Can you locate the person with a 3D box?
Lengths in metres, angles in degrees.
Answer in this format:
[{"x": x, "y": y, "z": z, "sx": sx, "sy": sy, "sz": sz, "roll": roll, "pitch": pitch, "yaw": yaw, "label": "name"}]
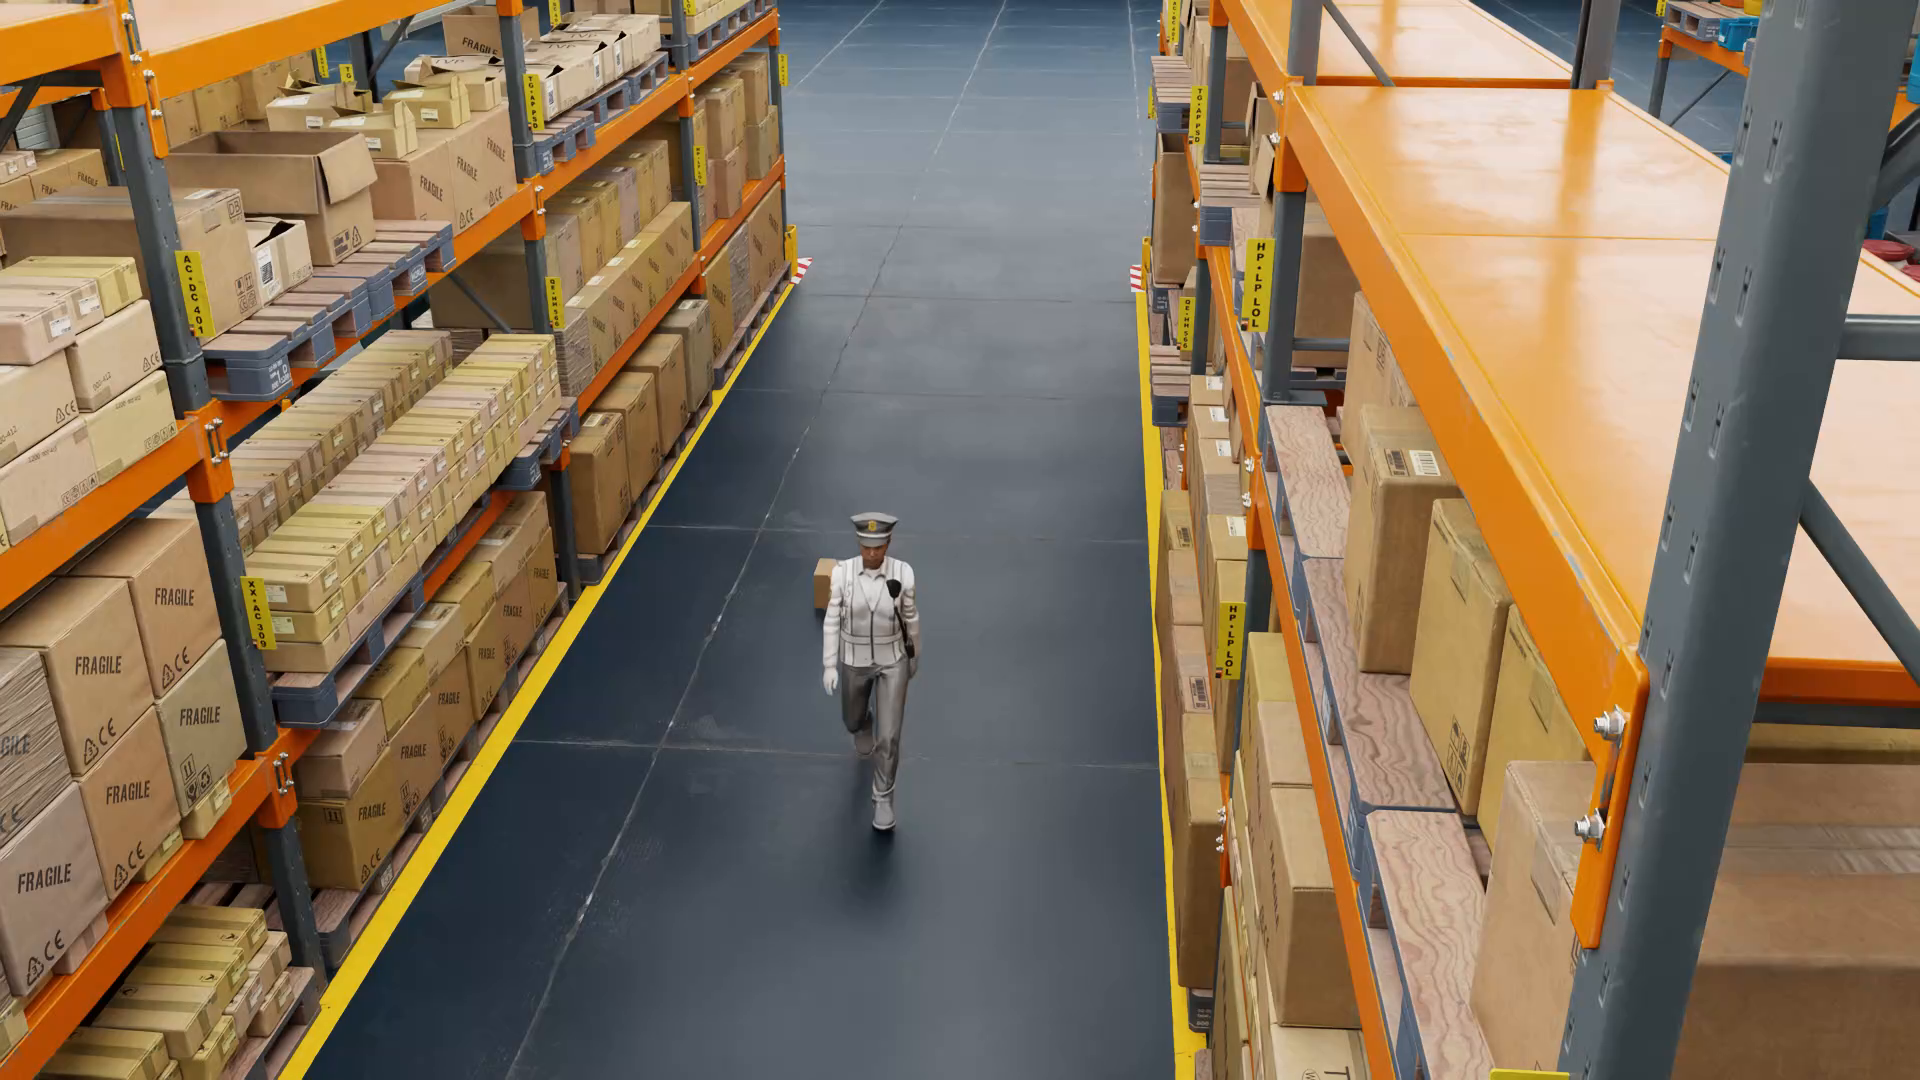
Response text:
[{"x": -0.456, "y": 0.594, "z": 8.646, "sx": 0.495, "sy": 1.637, "sz": 0.878, "roll": 1, "pitch": 25, "yaw": 2, "label": "person"}]
